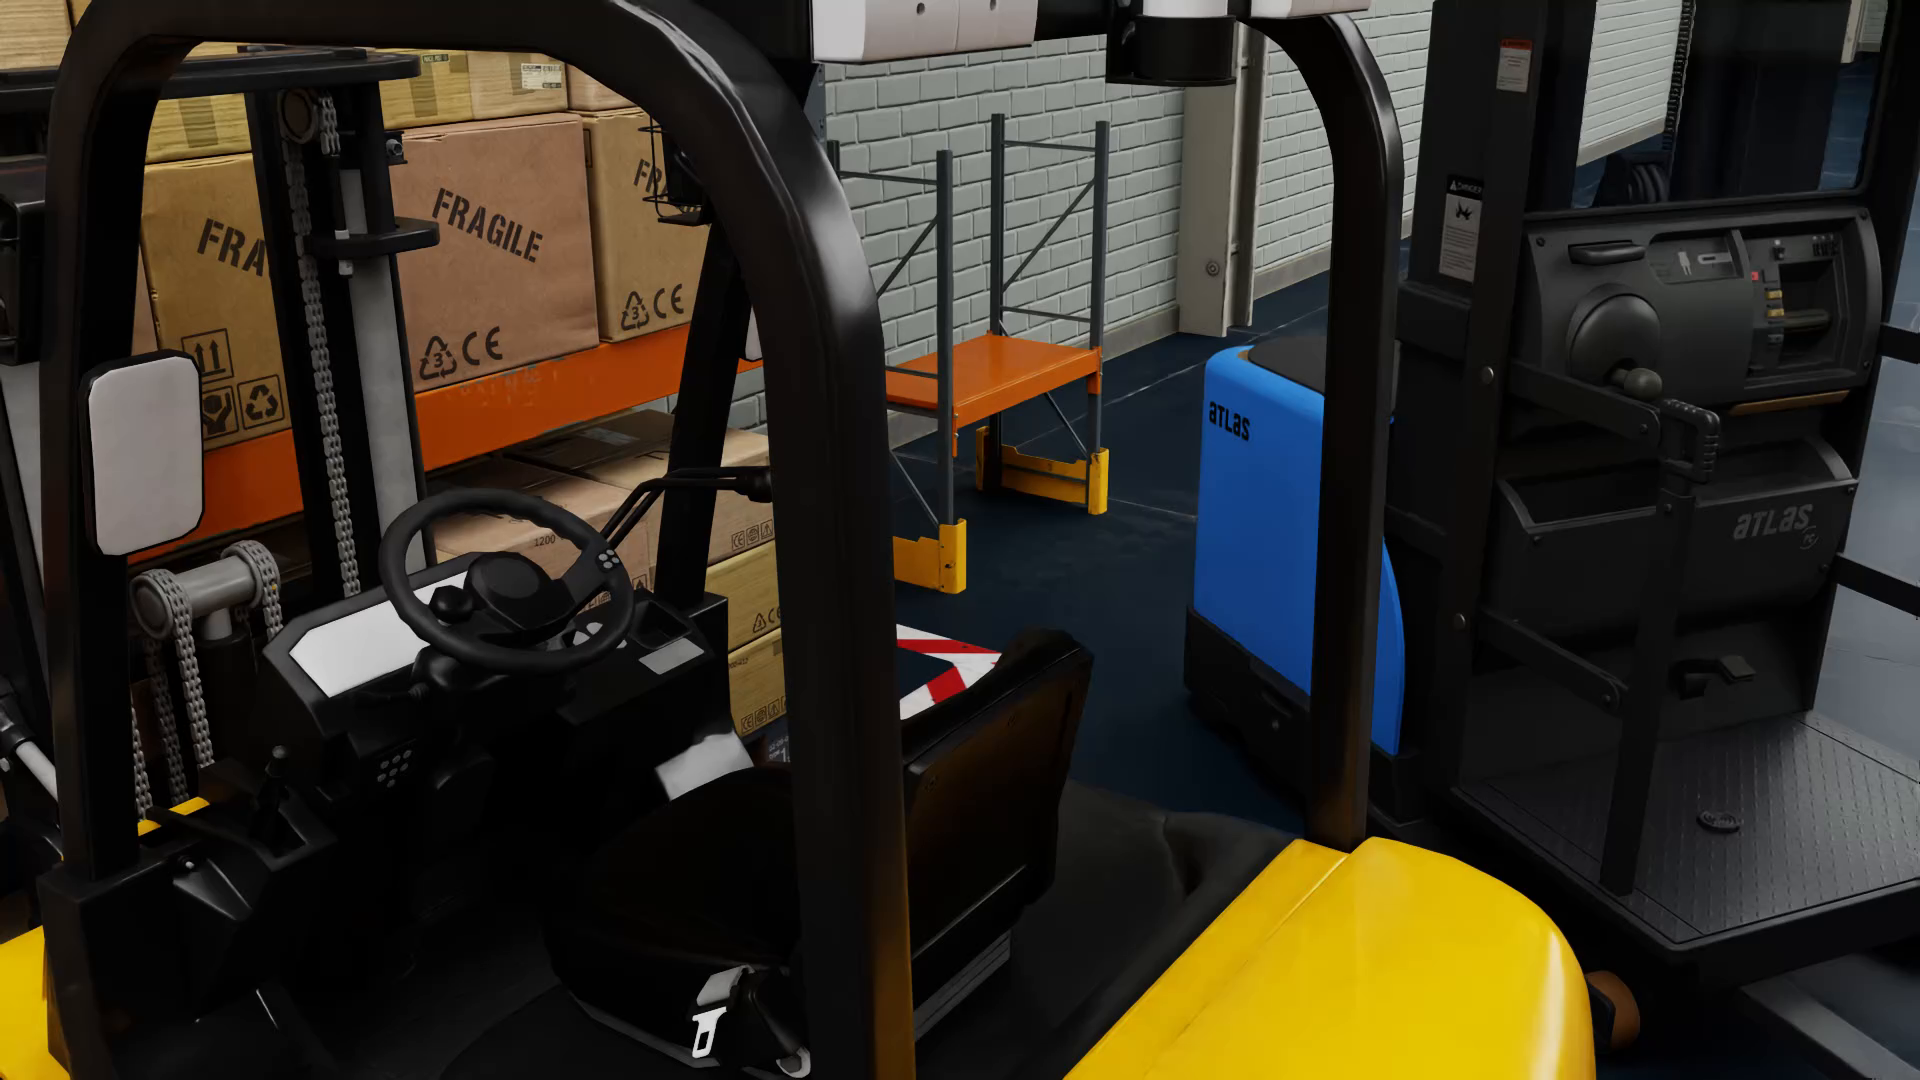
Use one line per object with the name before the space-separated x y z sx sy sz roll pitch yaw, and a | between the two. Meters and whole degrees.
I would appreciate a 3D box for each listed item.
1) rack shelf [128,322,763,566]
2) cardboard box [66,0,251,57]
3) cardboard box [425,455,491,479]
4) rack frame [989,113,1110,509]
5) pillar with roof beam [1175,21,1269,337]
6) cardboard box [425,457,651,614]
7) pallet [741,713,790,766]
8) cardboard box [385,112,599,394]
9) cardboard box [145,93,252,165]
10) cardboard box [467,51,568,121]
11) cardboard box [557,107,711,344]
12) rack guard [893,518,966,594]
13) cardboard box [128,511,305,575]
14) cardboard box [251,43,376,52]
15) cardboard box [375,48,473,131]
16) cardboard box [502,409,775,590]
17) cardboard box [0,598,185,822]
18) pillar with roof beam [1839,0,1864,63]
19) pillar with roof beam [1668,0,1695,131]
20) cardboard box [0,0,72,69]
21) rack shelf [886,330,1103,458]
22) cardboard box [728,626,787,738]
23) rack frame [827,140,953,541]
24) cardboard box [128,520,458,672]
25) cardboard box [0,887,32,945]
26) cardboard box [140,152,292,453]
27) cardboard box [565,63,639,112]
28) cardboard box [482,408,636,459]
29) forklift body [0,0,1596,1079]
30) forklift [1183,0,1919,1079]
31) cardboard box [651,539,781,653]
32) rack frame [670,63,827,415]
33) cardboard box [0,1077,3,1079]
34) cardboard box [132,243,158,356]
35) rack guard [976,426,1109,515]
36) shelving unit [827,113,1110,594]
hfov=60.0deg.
rack shelf | -1.905 -0.022 3.037 1.077 0.370 4.000 13 24 32
cardboard box | -1.442 -0.894 2.850 0.380 0.149 0.250 14 24 33
cardboard box | -1.485 -0.064 4.032 0.500 0.250 0.500 13 24 32
rack frame | 0.334 -0.874 6.465 0.500 1.500 0.032 13 24 32
pillar with roof beam | 5.016 -4.605 5.742 9.100 9.000 0.400 13 24 32
cardboard box | -1.064 0.031 3.773 0.500 0.250 0.500 14 24 33
pallet | -1.176 0.602 4.332 1.003 0.211 1.213 13 24 32
cardboard box | -1.139 -0.640 3.528 0.500 0.500 0.500 14 25 33
cardboard box | -1.445 -0.757 2.909 0.380 0.149 0.250 13 24 32
cardboard box | -1.059 -0.988 3.534 0.380 0.149 0.250 14 24 33
cardboard box | -0.840 -0.787 3.926 0.500 0.500 0.500 13 24 31
rack guard | -0.237 0.004 5.894 0.587 0.250 0.087 13 24 32
cardboard box | -1.775 0.077 3.649 0.500 0.250 0.500 13 24 31
cardboard box | -1.301 -0.969 3.054 0.380 0.149 0.250 14 24 33
cardboard box | -1.208 -0.919 3.348 0.380 0.149 0.250 13 24 31
cardboard box | -0.781 -0.116 4.173 0.500 0.250 0.500 14 25 34
cardboard box | -1.630 0.322 2.988 0.500 0.250 0.500 13 24 31
pillar with roof beam | 18.507 -11.491 24.358 9.100 9.000 0.400 13 24 32
pillar with roof beam | 11.762 -8.048 15.050 9.100 9.000 0.400 13 24 32
cardboard box | -1.665 -0.838 2.700 0.380 0.149 0.250 14 24 33
rack shelf | 0.048 -0.559 6.133 0.538 0.185 1.000 13 24 32
cardboard box | -0.783 0.356 4.337 0.500 0.250 0.500 13 24 32
rack frame | -0.238 -0.582 5.677 0.500 1.500 0.032 13 24 32
cardboard box | -1.339 0.178 3.377 0.500 0.250 0.500 14 24 32
cardboard box | -1.644 0.563 3.058 0.500 0.250 0.500 13 24 32
cardboard box | -1.427 -0.493 3.131 0.500 0.500 0.500 13 24 31
cardboard box | -0.863 -1.051 3.703 0.380 0.149 0.250 14 24 33
cardboard box | -1.207 -0.208 4.421 0.500 0.250 0.500 13 24 31
forklift body | -0.338 0.365 2.178 2.313 2.155 1.214 13 24 32
forklift | 1.675 -0.485 3.352 1.130 2.935 3.031 -8 22 -20
cardboard box | -0.796 0.126 4.239 0.500 0.250 0.500 13 24 31
rack frame | -0.781 -0.933 4.464 1.000 3.000 0.127 13 24 32
cardboard box | -1.935 0.934 2.774 0.500 0.250 0.500 14 24 33
cardboard box | -1.701 -0.347 2.735 0.500 0.500 0.500 13 24 32
rack guard | 0.323 -0.282 6.667 0.587 0.250 0.087 13 24 32
shelving unit | 0.043 -0.725 6.064 0.587 1.500 1.083 13 24 32
